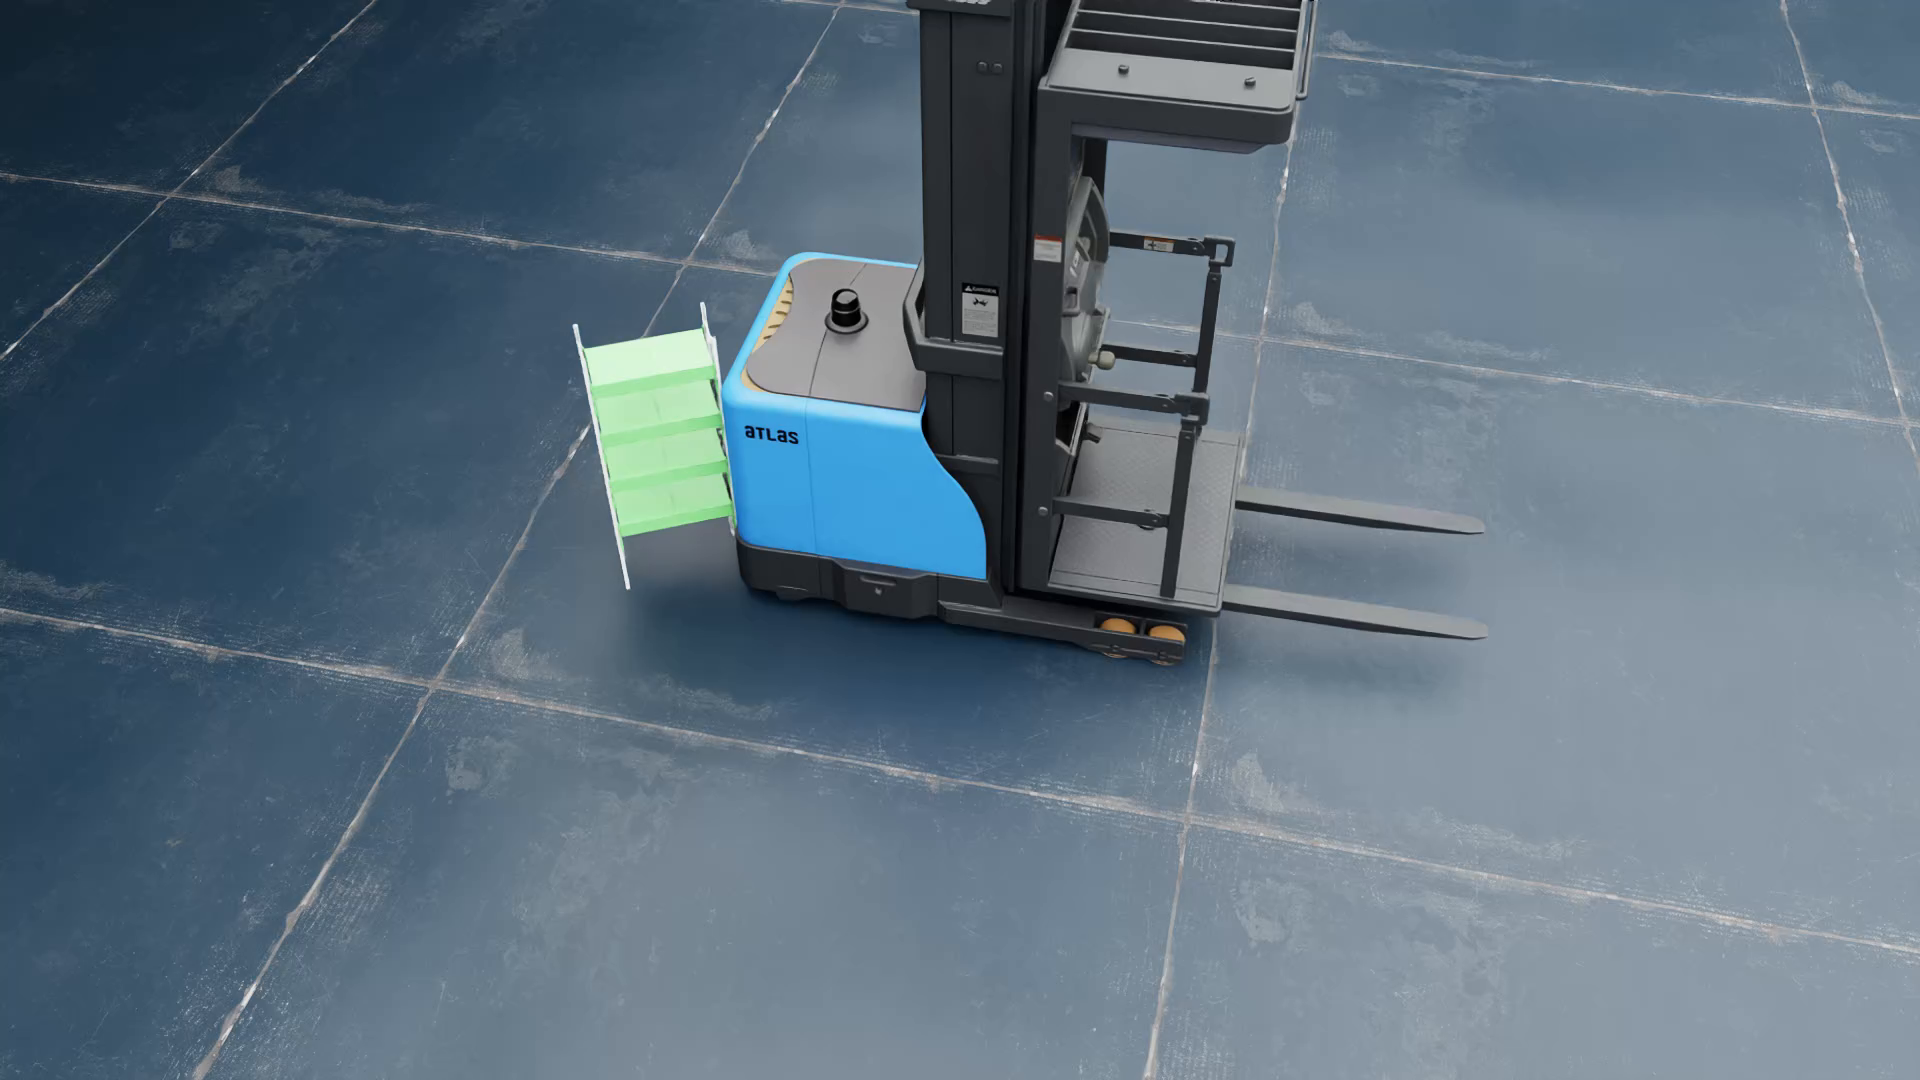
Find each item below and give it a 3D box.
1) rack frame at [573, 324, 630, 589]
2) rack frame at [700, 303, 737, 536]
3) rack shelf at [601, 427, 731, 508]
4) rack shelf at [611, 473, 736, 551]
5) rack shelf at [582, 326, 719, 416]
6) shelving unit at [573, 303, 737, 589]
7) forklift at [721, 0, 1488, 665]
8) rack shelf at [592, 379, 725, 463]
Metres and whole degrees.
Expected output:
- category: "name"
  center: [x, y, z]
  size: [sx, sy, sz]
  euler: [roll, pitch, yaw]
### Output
- category: "rack frame"
  center: [-1.431, -0.308, 6.665]
  size: [0.015, 1.200, 0.240]
  euler: [-12, 45, -12]
- category: "rack frame"
  center: [-0.963, -0.406, 6.766]
  size: [0.015, 1.200, 0.240]
  euler: [-12, 45, -12]
- category: "rack shelf"
  center: [-1.197, -0.311, 6.760]
  size: [0.480, 0.148, 0.258]
  euler: [-12, 45, -12]
- category: "rack shelf"
  center: [-1.197, -0.138, 6.926]
  size: [0.480, 0.148, 0.258]
  euler: [-12, 45, -12]
- category: "rack shelf"
  center: [-1.197, -0.657, 6.427]
  size: [0.480, 0.148, 0.258]
  euler: [-12, 45, -12]
- category: "shelving unit"
  center: [-1.197, -0.357, 6.716]
  size: [0.503, 1.200, 0.258]
  euler: [-12, 45, -12]
- category: "forklift"
  center: [0.649, -0.957, 6.090]
  size: [3.031, 2.935, 1.130]
  euler: [8, 45, 8]
- category: "rack shelf"
  center: [-1.197, -0.484, 6.594]
  size: [0.480, 0.148, 0.258]
  euler: [-12, 45, -12]
